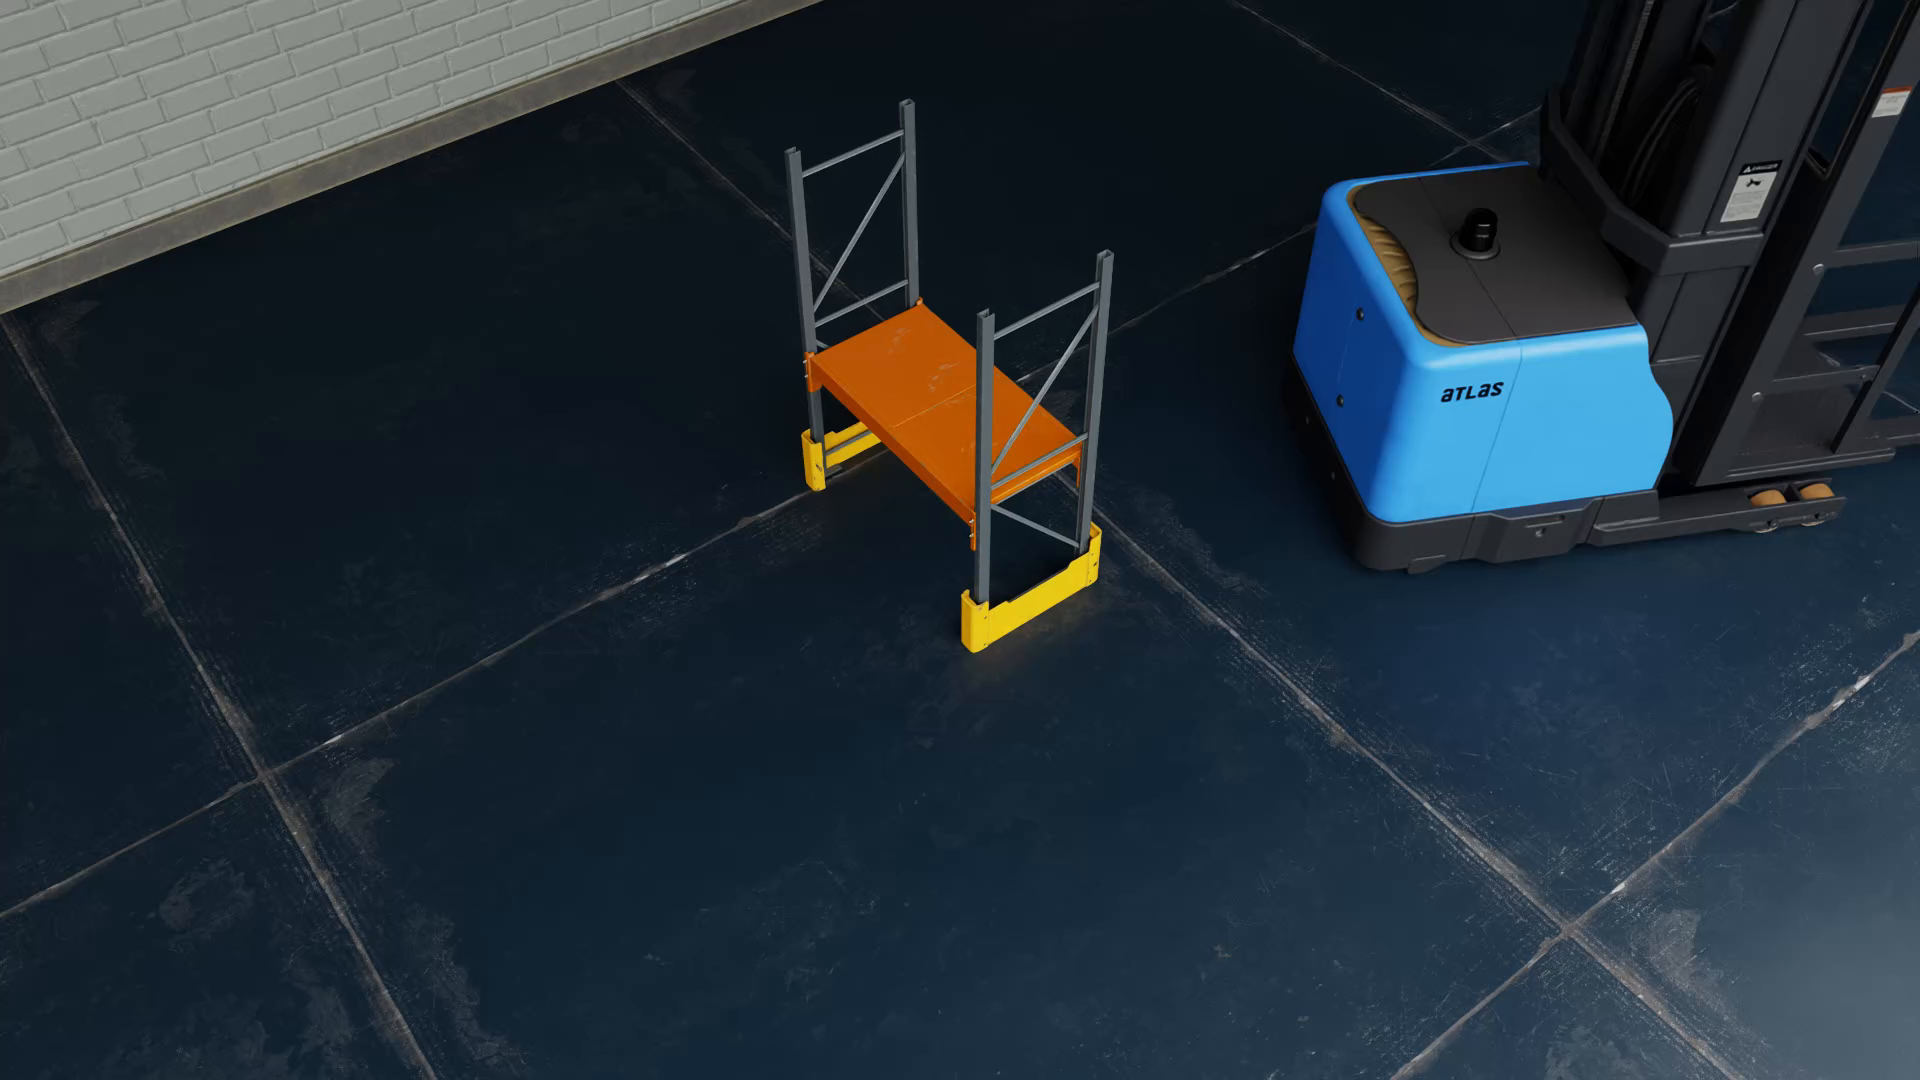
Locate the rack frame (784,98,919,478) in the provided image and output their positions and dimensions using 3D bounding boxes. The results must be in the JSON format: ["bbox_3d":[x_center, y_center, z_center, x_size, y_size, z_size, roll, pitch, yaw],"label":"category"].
[{"bbox_3d":[-0.359,-0.854,6.012,0.500,1.500,0.032,-29,54,-24],"label":"rack frame"}]

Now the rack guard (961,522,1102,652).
[{"bbox_3d":[0.255,0.165,5.932,0.587,0.250,0.087,-29,54,-24],"label":"rack guard"}]

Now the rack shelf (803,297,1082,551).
[{"bbox_3d":[-0.052,-0.433,5.873,0.538,0.185,1.000,-29,54,-24],"label":"rack shelf"}]

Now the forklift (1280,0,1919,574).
[{"bbox_3d":[2.853,-1.393,5.534,3.031,2.935,1.130,-8,48,-7],"label":"forklift"}]

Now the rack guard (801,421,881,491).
[{"bbox_3d":[-0.348,-0.423,6.464,0.587,0.250,0.087,-29,54,-24],"label":"rack guard"}]

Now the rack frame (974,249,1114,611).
[{"bbox_3d":[0.256,-0.254,5.468,0.500,1.500,0.032,-29,54,-24],"label":"rack frame"}]

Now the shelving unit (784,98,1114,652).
[{"bbox_3d":[-0.046,-0.549,5.735,0.587,1.500,1.083,-29,54,-24],"label":"shelving unit"}]
